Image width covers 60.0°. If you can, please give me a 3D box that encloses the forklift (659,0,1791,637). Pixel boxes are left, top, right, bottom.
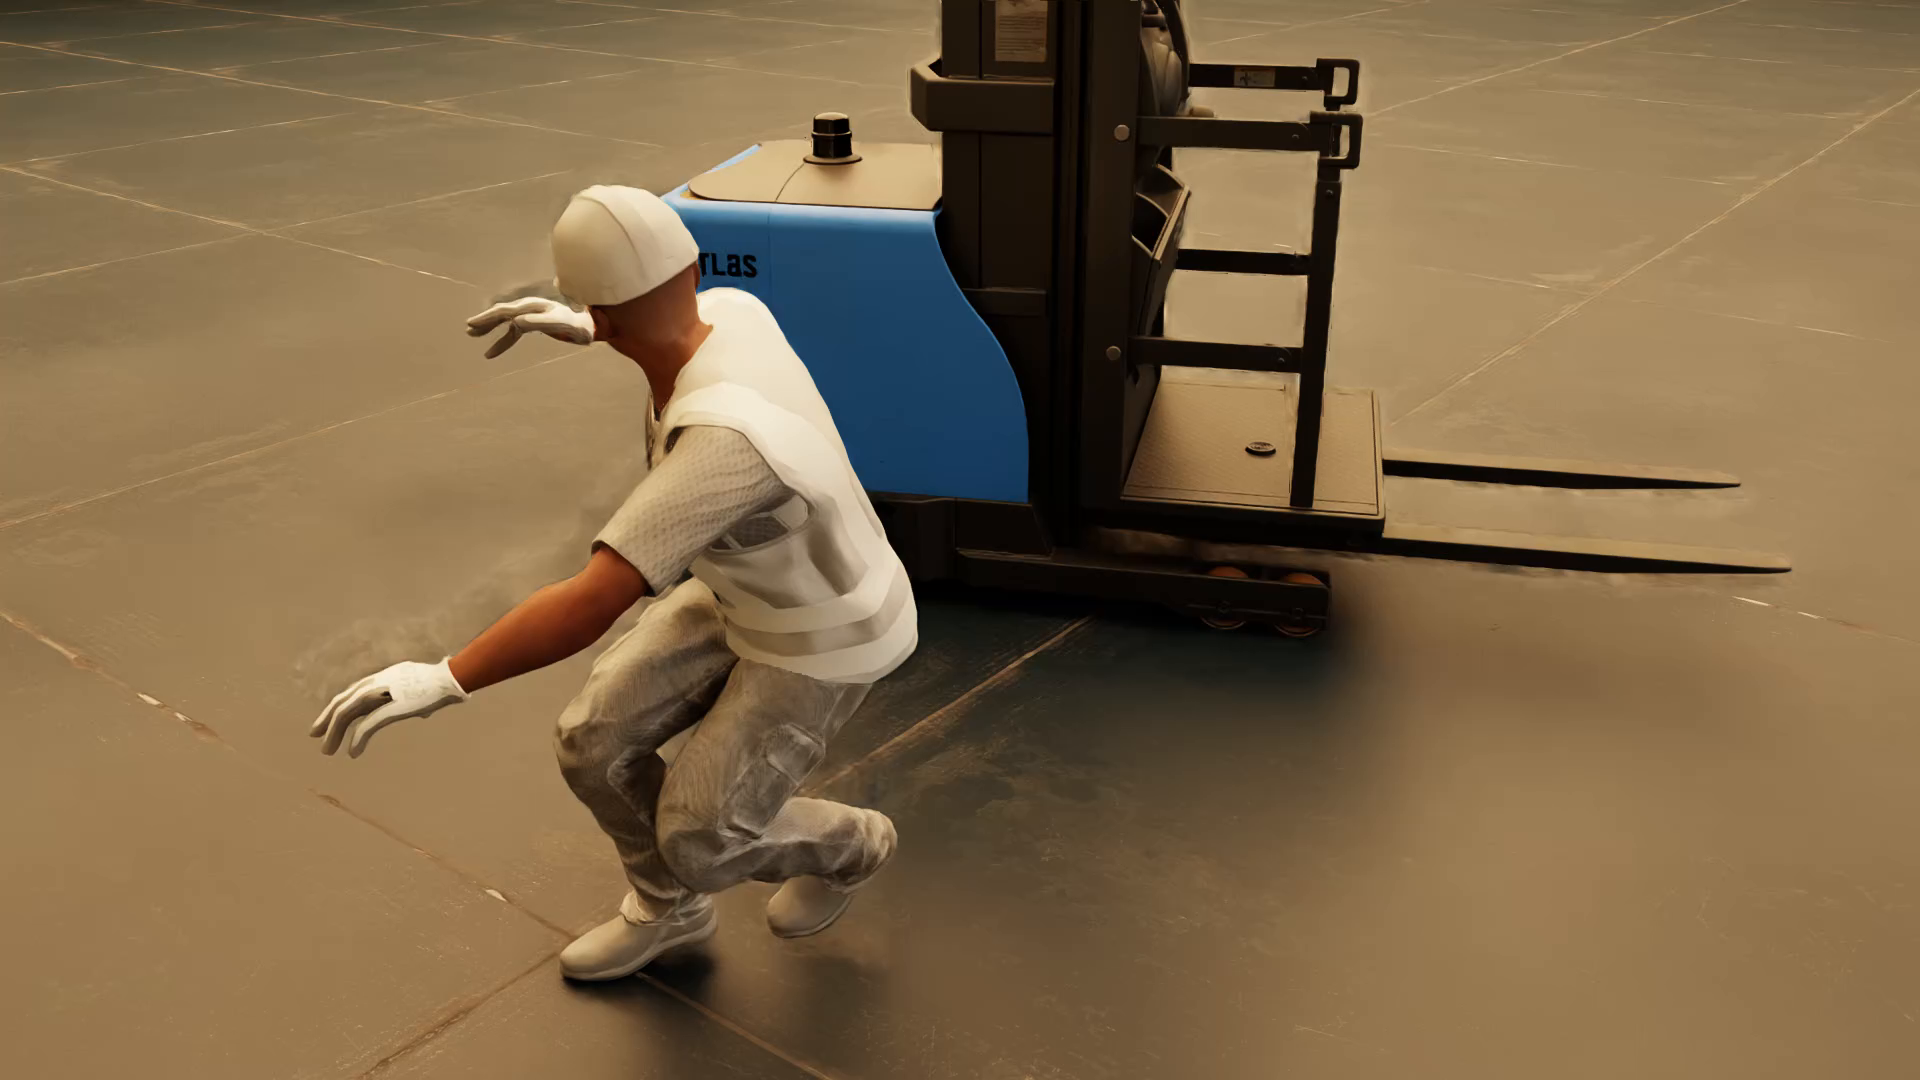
[{"bbox_3d":[0.729,-1.319,4.371,3.031,2.935,1.130,5,24,11],"label":"forklift"}]

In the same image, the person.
[{"bbox_3d":[-0.598,0.141,2.801,1.049,1.479,0.812,-14,27,-29],"label":"person"}]
